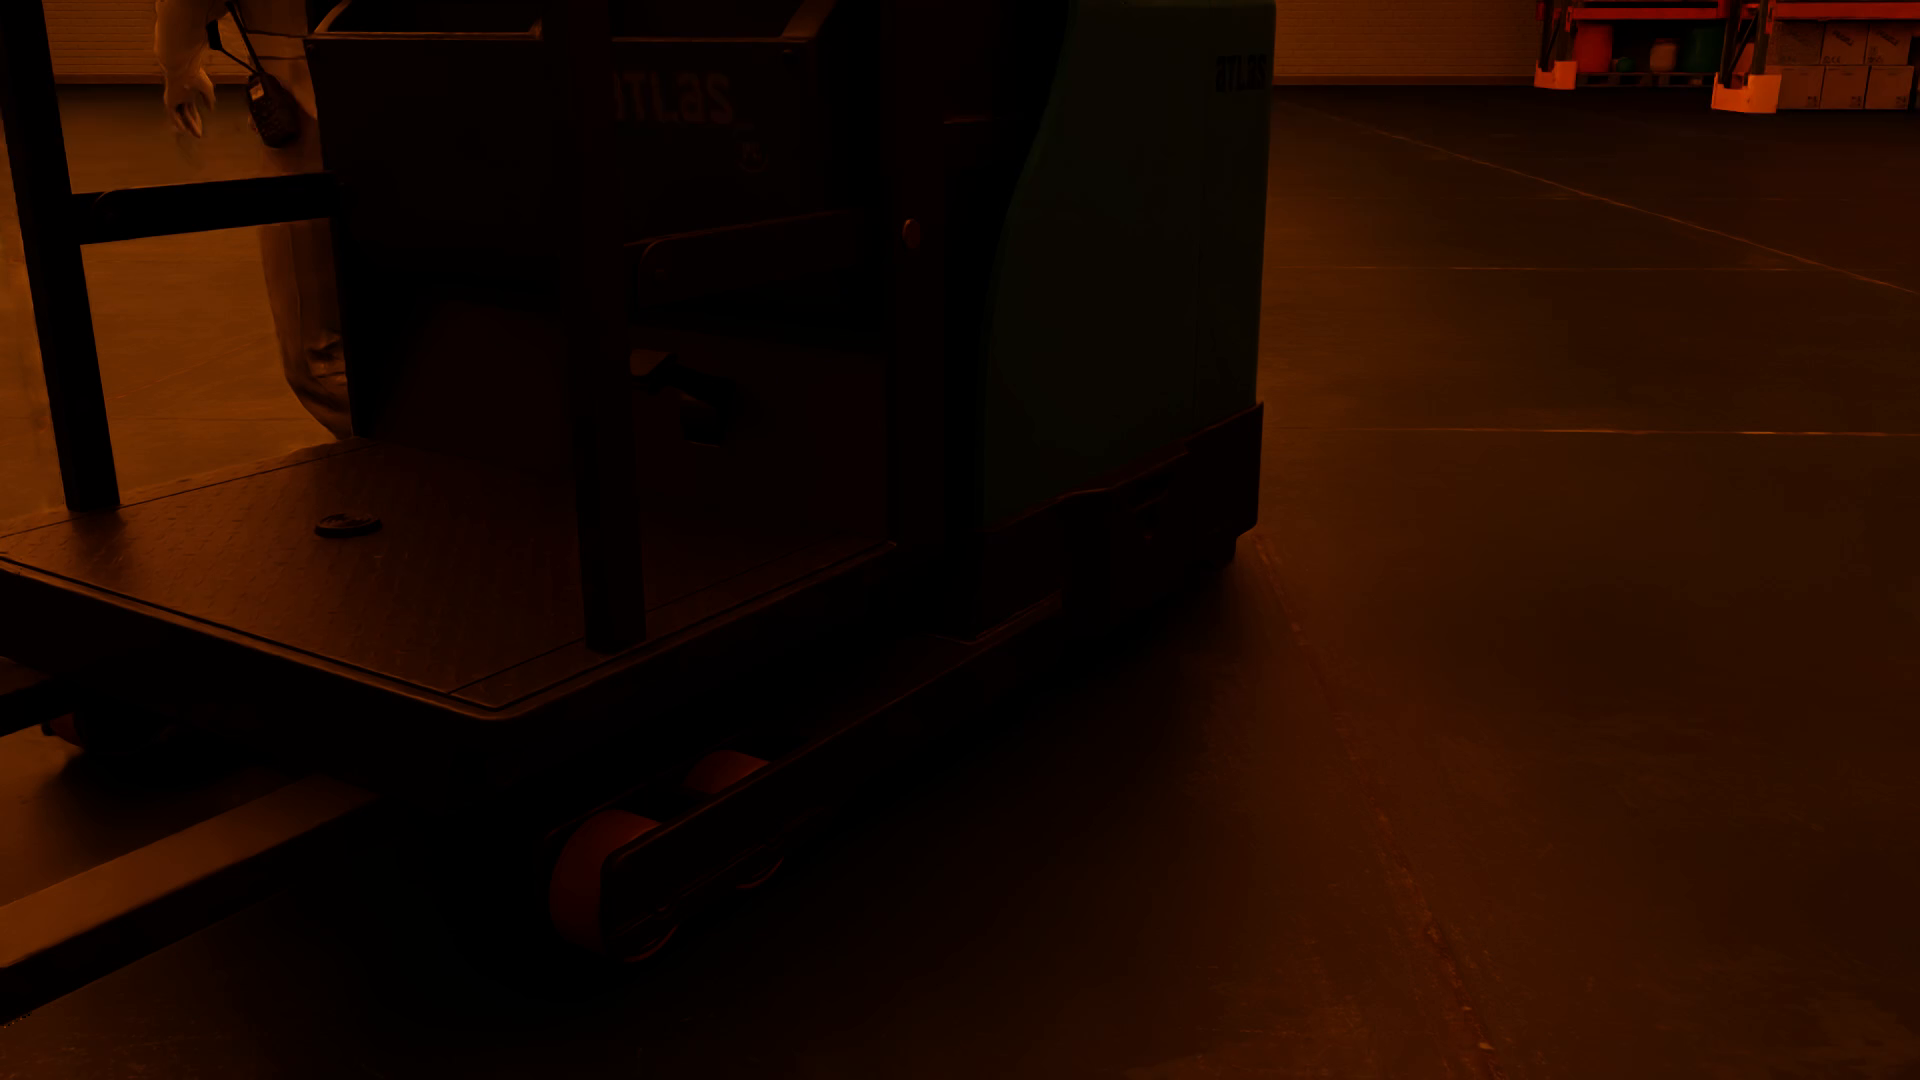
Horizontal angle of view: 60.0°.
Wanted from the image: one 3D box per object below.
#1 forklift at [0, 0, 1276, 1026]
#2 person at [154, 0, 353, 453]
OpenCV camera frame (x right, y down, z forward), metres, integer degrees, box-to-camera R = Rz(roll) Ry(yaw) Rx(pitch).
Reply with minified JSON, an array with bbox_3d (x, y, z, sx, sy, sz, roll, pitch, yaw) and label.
[{"bbox_3d":[-0.642,-1.088,1.932,1.130,2.935,3.031,11,20,31],"label":"forklift"},{"bbox_3d":[-1.122,-0.740,3.119,0.790,1.579,0.614,6,18,18],"label":"person"}]
